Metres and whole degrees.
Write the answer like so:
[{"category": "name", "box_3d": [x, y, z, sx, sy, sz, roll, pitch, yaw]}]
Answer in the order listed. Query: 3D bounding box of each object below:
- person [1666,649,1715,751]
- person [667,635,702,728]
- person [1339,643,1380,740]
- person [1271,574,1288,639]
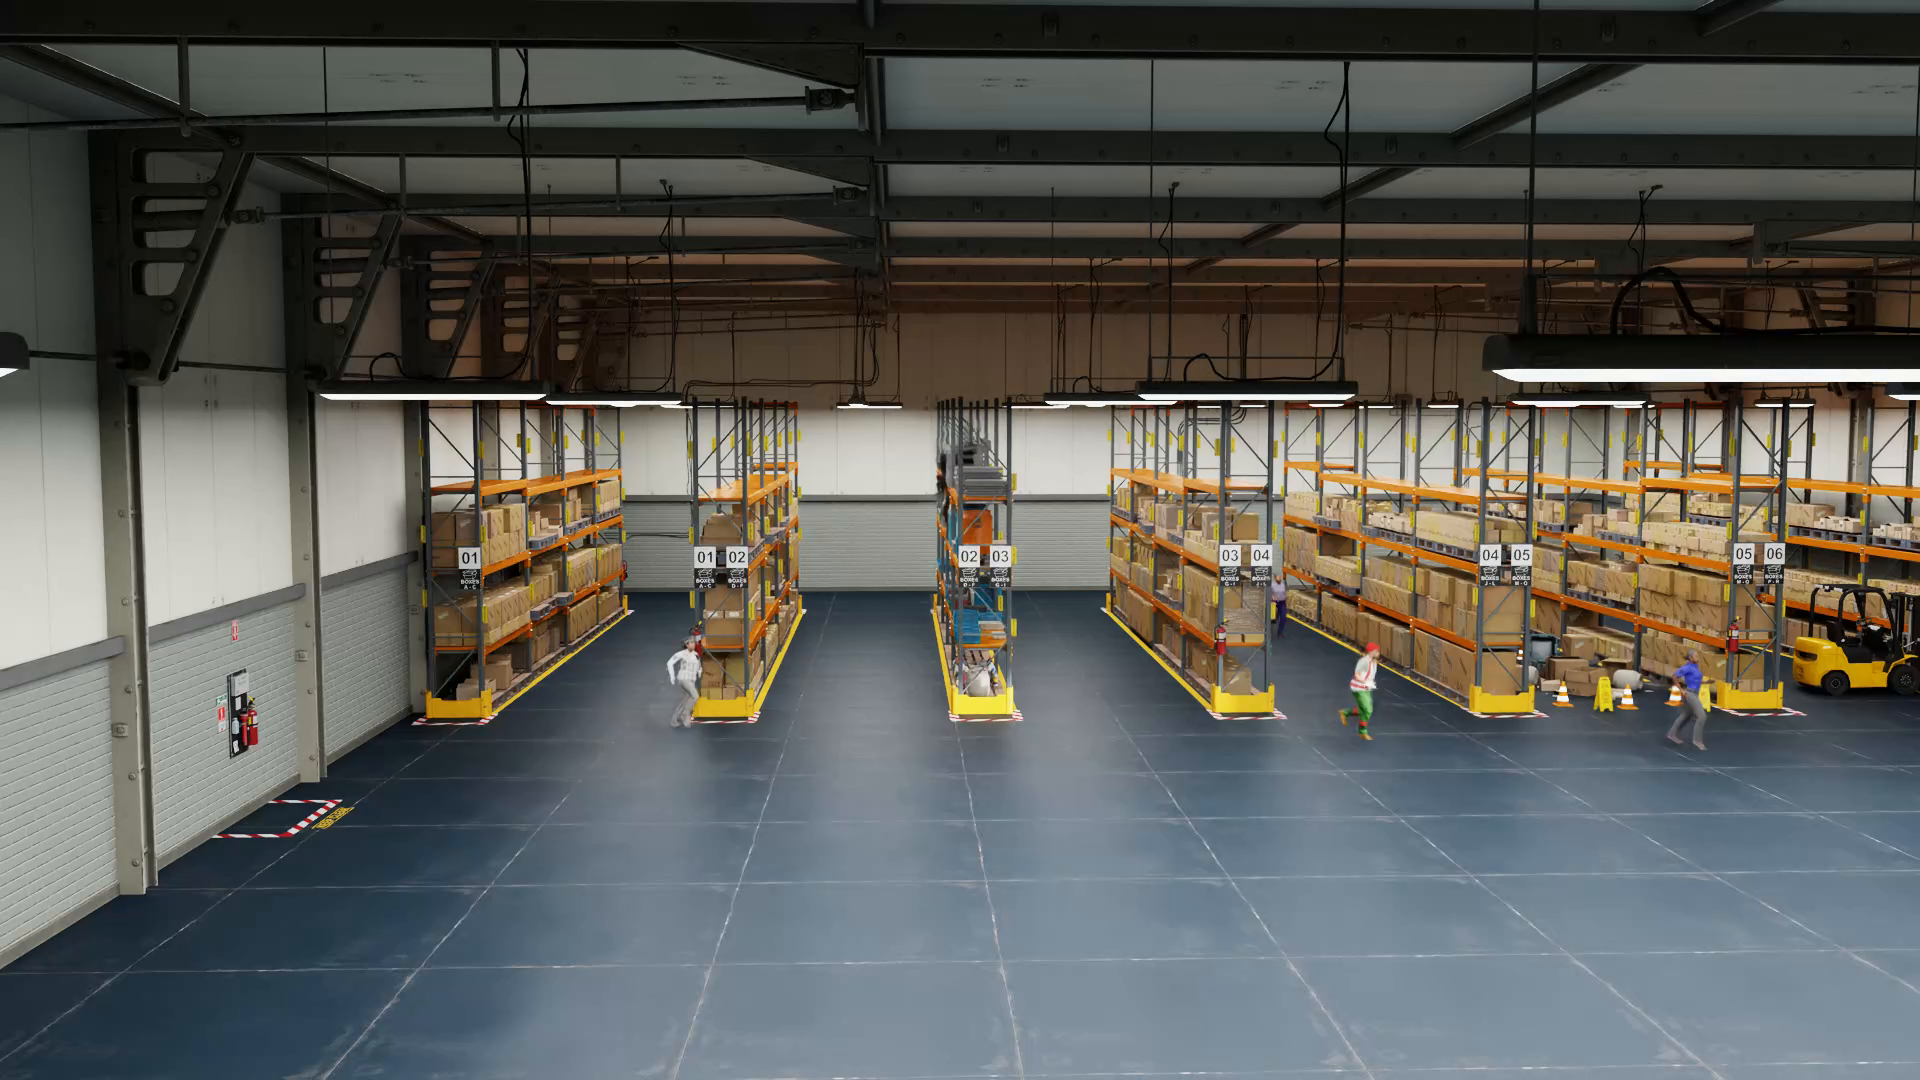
[{"category": "person", "box_3d": [12.413, 2.717, 28.268, 0.768, 1.720, 0.545, 3, 5, 35]}, {"category": "person", "box_3d": [-4.911, 2.550, 30.170, 0.632, 1.630, 0.598, 3, 5, 35]}, {"category": "person", "box_3d": [6.991, 2.638, 29.094, 0.779, 1.735, 0.648, 4, 6, 40]}, {"category": "person", "box_3d": [8.062, 1.662, 42.279, 0.587, 1.628, 0.759, -1, 5, -14]}]
